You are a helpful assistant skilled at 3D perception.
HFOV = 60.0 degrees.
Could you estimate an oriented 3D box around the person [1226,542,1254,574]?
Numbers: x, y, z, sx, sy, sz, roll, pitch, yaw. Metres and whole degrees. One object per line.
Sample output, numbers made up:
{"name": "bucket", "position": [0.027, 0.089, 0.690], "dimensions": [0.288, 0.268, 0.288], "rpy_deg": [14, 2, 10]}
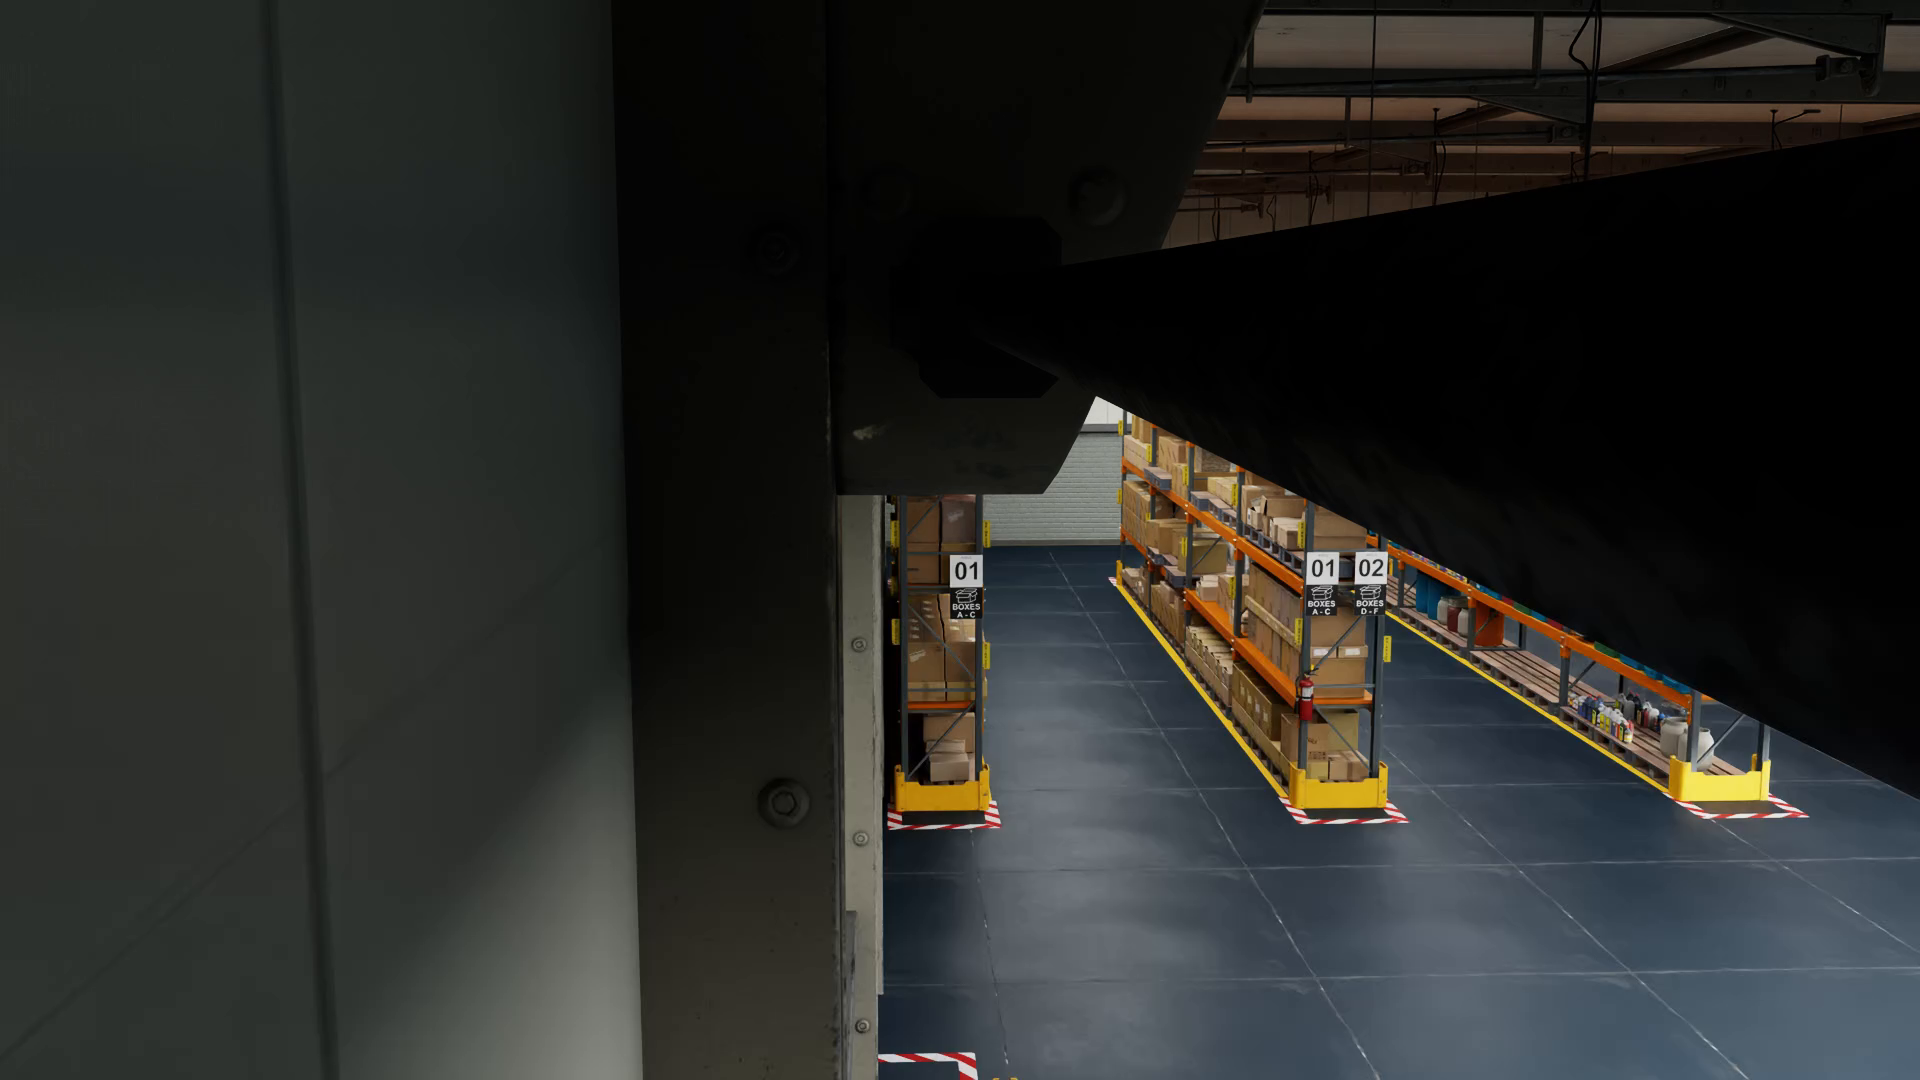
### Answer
{"name": "person", "position": [5.615, 0.574, 33.478], "dimensions": [0.721, 1.681, 0.658], "rpy_deg": [1, 8, 6]}

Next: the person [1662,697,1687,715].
{"name": "person", "position": [10.971, 1.815, 25.323], "dimensions": [0.515, 1.746, 0.528], "rpy_deg": [-5, 10, -29]}

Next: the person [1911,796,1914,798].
{"name": "person", "position": [12.335, 2.378, 20.999], "dimensions": [1.019, 1.753, 0.539], "rpy_deg": [-5, 10, -31]}
